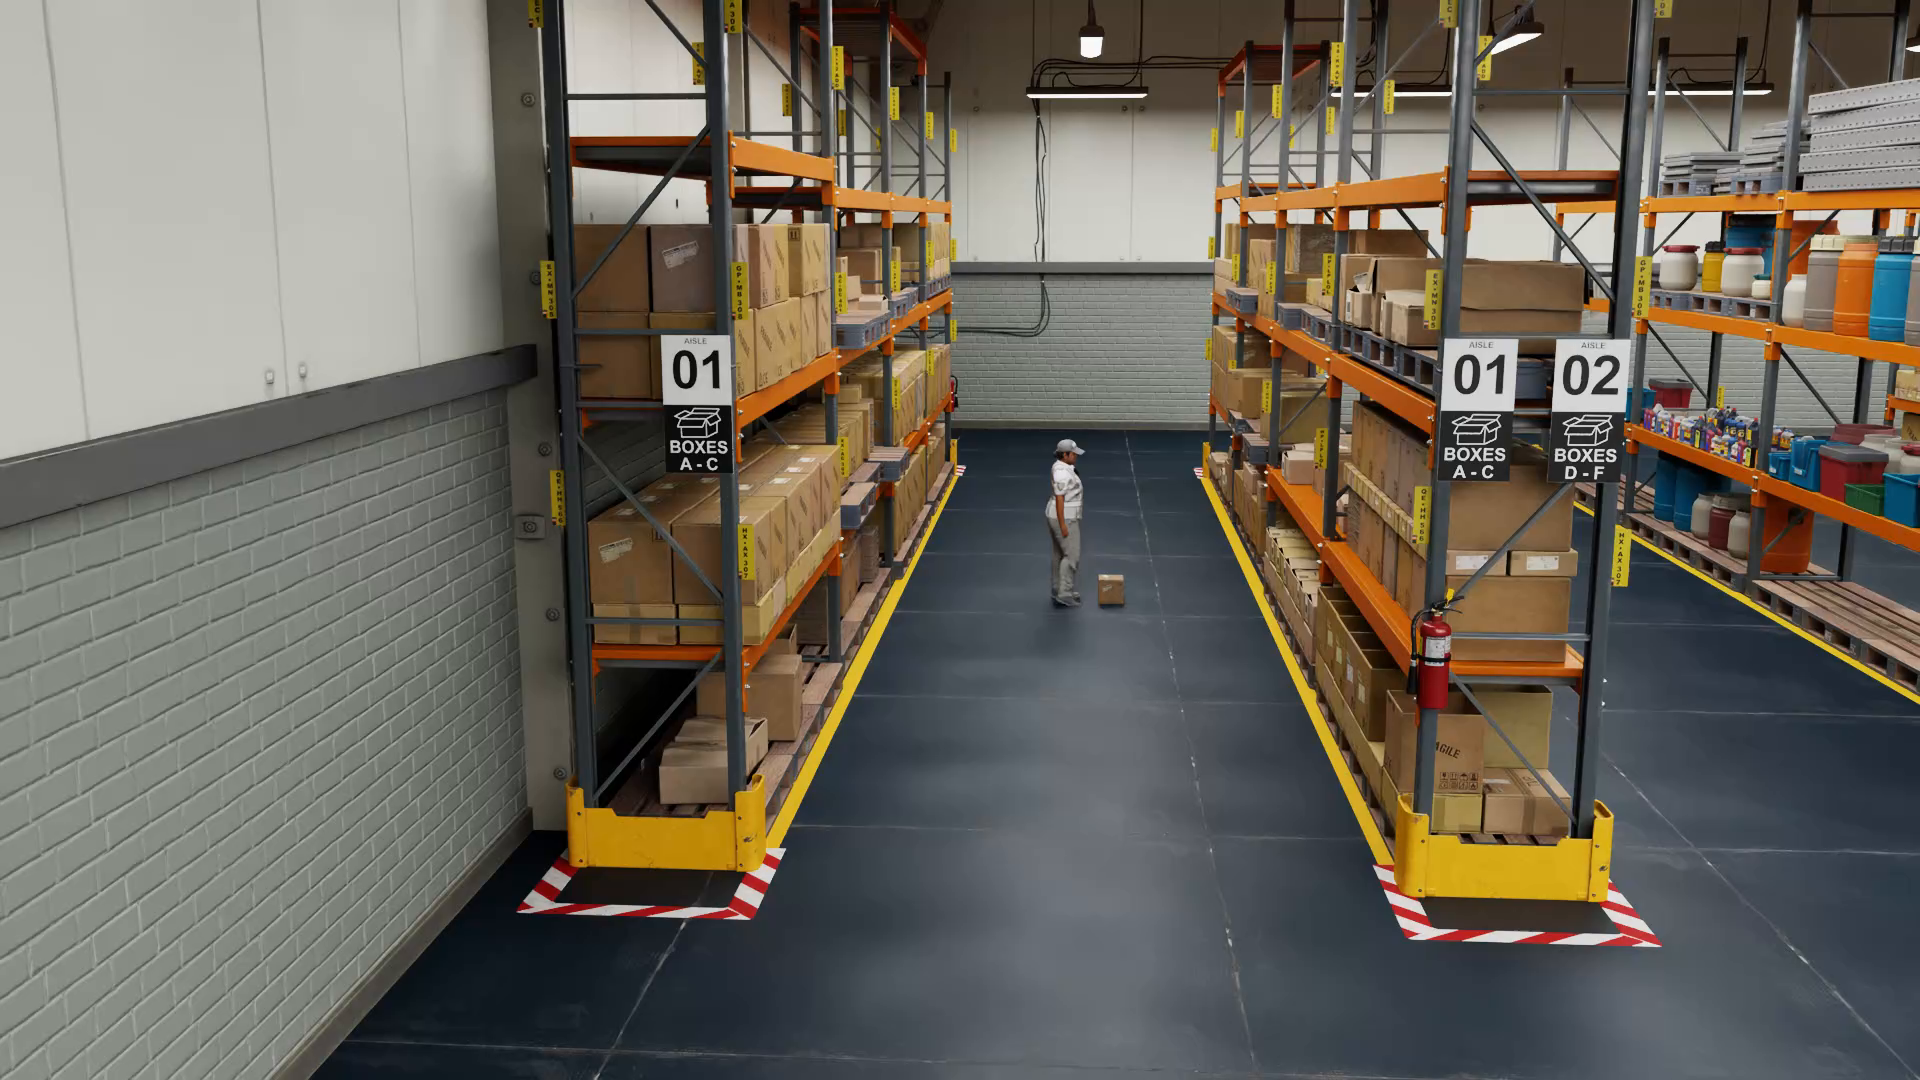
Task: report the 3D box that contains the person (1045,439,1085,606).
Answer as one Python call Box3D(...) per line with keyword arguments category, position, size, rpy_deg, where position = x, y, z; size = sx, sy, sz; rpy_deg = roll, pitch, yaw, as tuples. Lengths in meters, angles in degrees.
Box3D(category="person", position=(1.068, -0.177, 16.941), size=(0.392, 1.714, 0.520), rpy_deg=(0, 11, -1))
